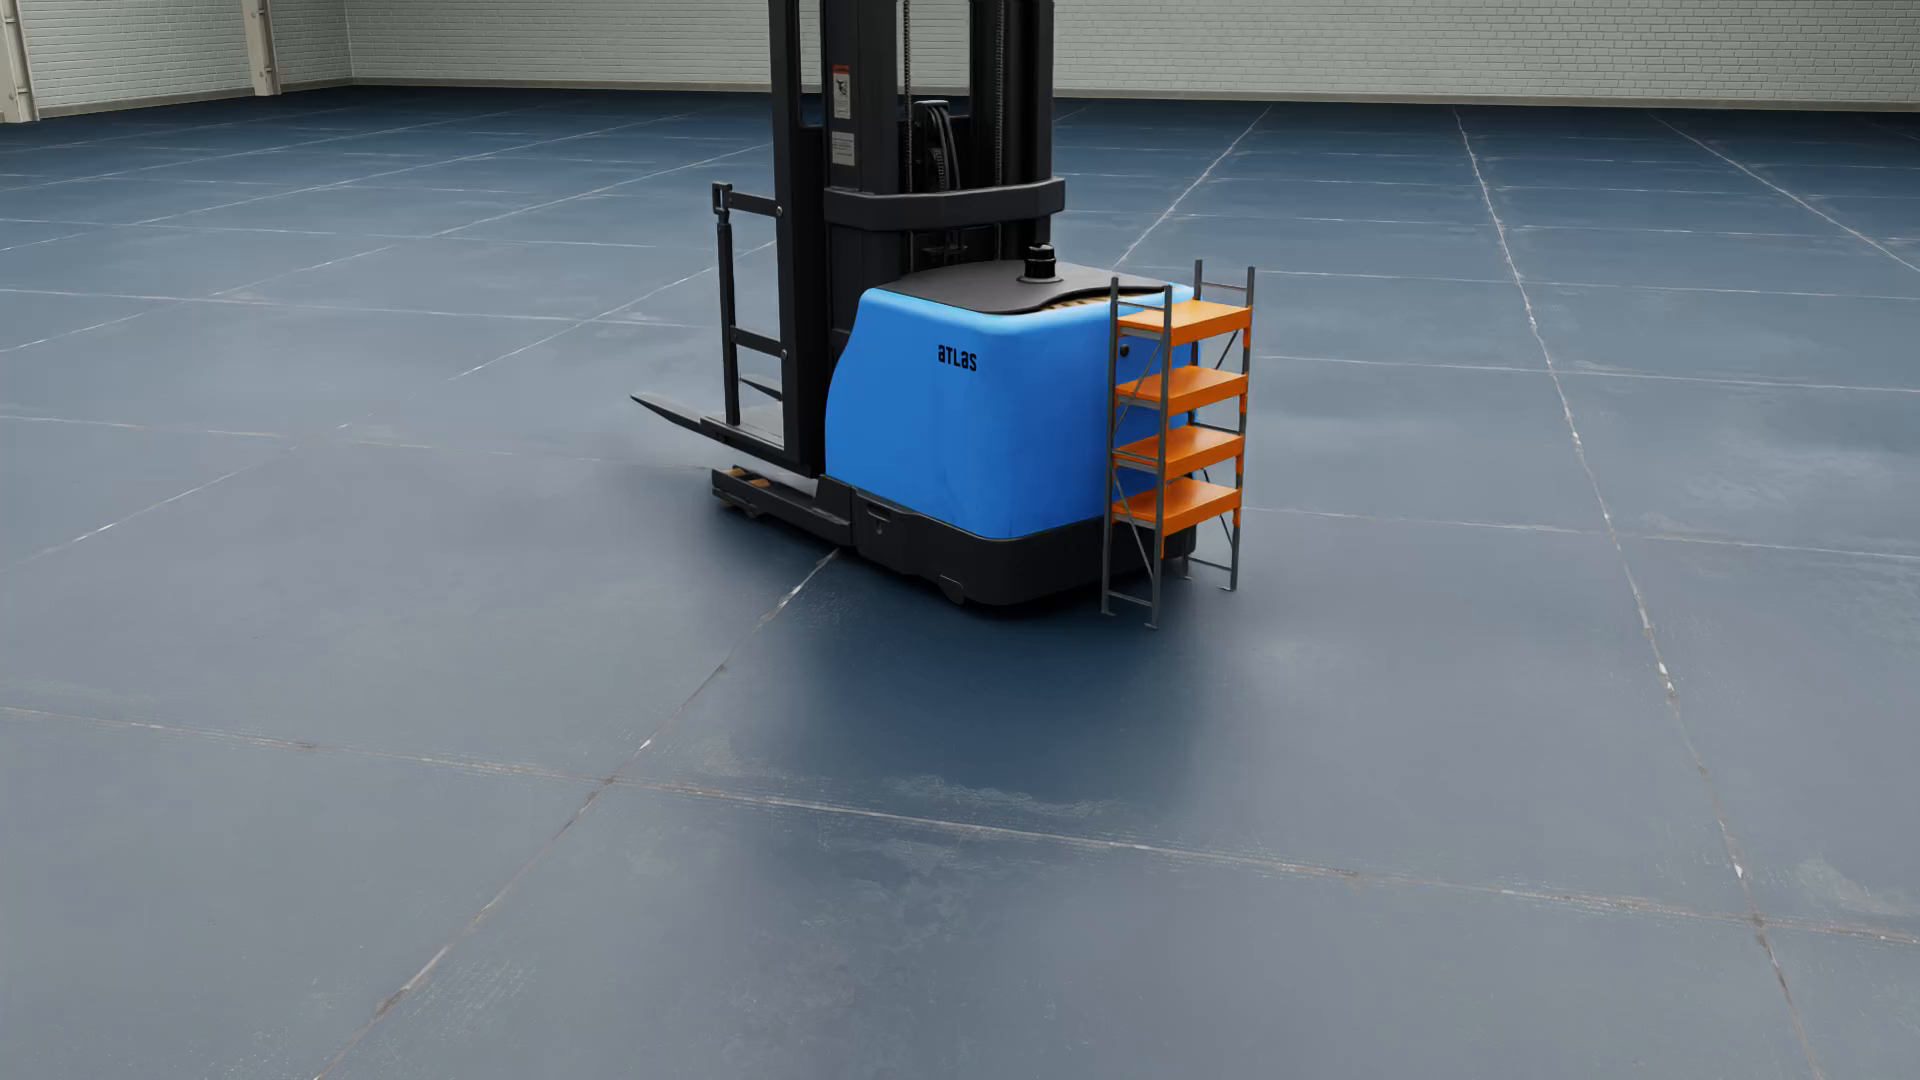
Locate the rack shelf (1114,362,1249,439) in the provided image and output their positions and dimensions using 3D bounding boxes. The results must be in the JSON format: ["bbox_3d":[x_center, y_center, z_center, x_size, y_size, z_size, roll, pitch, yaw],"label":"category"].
[{"bbox_3d":[0.761,-0.490,5.782,0.258,0.148,0.480,16,25,40],"label":"rack shelf"}]

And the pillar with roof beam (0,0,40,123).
[{"bbox_3d":[-10.178,-10.324,22.992,9.100,9.000,0.400,5,19,13],"label":"pillar with roof beam"}]

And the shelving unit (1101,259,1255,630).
[{"bbox_3d":[0.761,-0.342,5.832,0.258,1.200,0.503,16,25,40],"label":"shelving unit"}]

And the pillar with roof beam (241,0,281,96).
[{"bbox_3d":[-8.712,-12.205,28.498,9.100,9.000,0.400,5,19,13],"label":"pillar with roof beam"}]

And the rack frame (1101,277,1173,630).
[{"bbox_3d":[0.597,-0.284,5.661,0.240,1.200,0.015,16,25,40],"label":"rack frame"}]

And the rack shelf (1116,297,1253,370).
[{"bbox_3d":[0.761,-0.714,5.705,0.258,0.148,0.480,16,25,40],"label":"rack shelf"}]

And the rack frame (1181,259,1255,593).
[{"bbox_3d":[0.926,-0.400,6.003,0.240,1.200,0.015,16,25,40],"label":"rack frame"}]

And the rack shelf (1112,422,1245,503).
[{"bbox_3d":[0.761,-0.278,5.854,0.258,0.148,0.480,16,25,40],"label":"rack shelf"}]

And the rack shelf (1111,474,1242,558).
[{"bbox_3d":[0.761,-0.090,5.918,0.258,0.148,0.480,16,25,40],"label":"rack shelf"}]

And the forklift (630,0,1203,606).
[{"bbox_3d":[-0.402,-1.565,6.735,1.130,2.935,3.031,-14,24,-36],"label":"forklift"}]
